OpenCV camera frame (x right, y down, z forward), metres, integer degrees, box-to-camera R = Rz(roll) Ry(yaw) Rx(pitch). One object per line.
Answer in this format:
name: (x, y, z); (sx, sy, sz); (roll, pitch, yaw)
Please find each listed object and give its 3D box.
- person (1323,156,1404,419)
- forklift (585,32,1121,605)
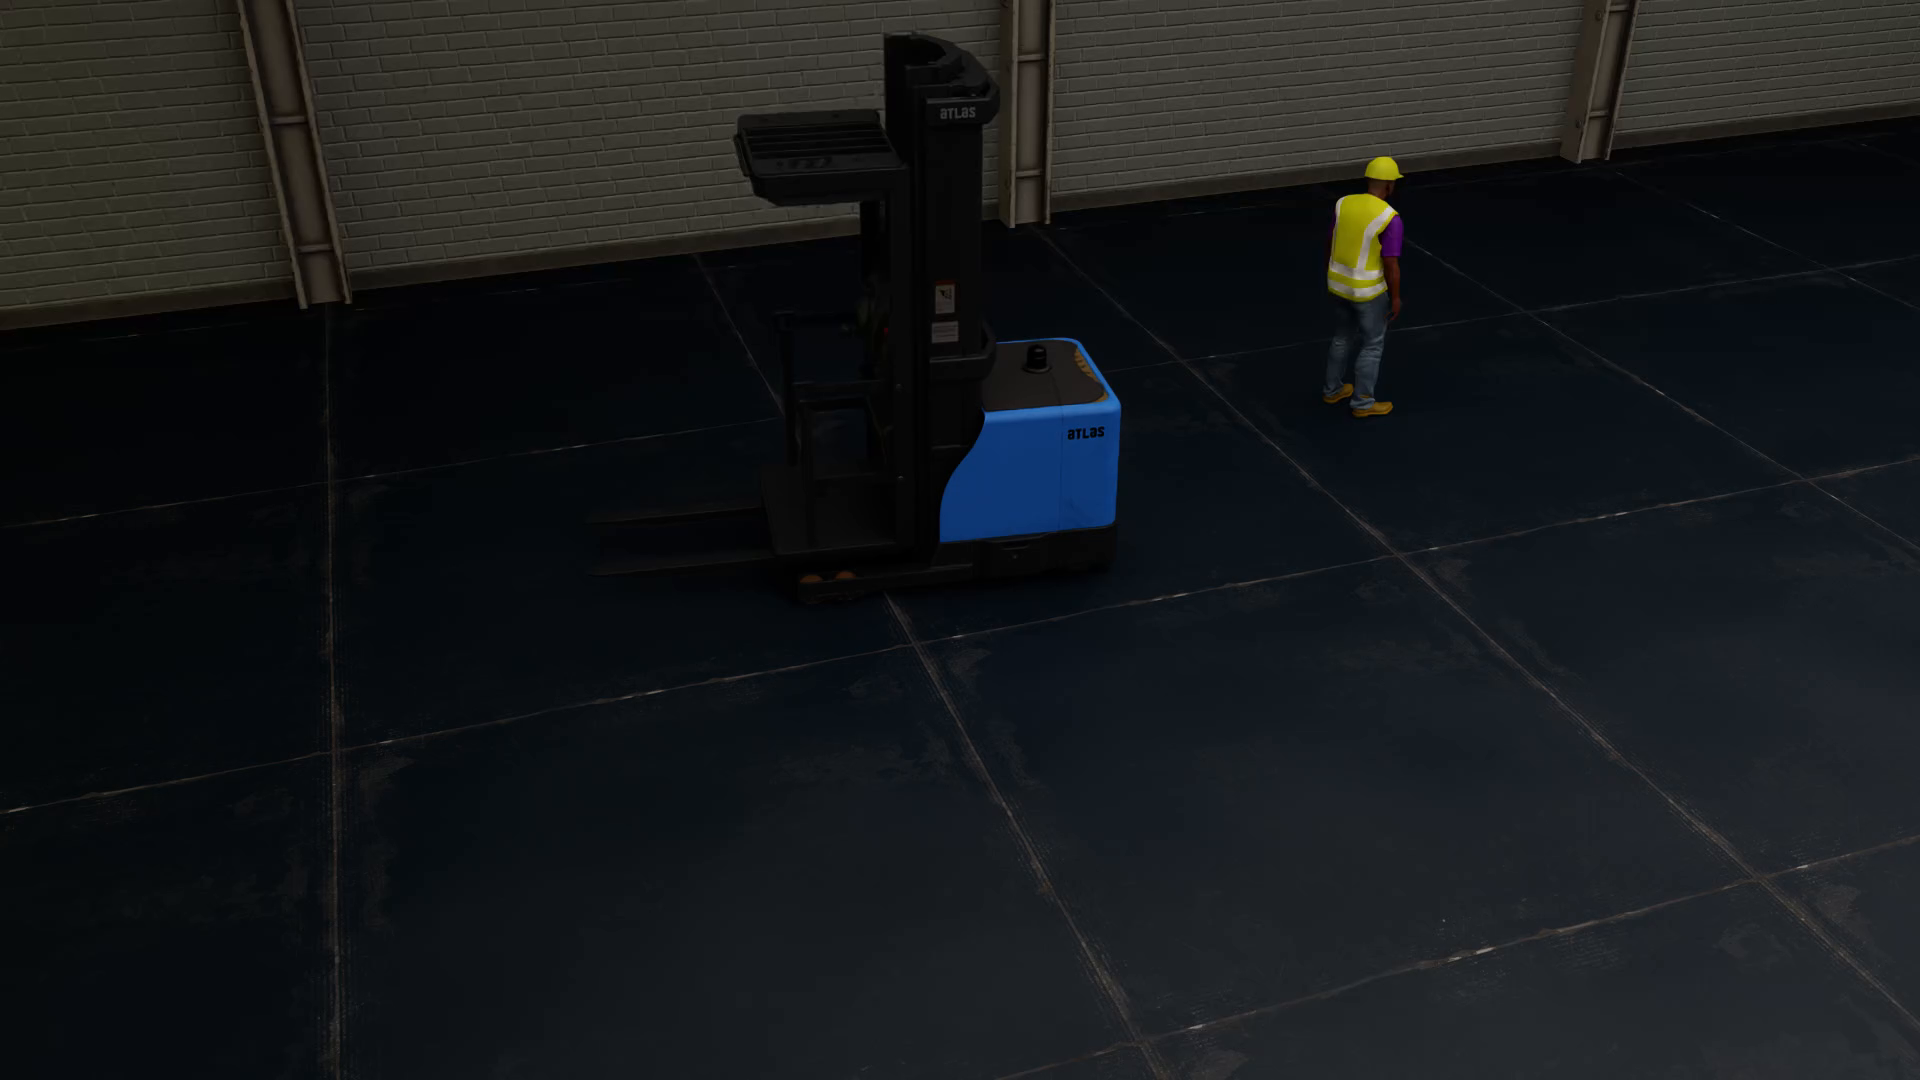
person: (2.729, -1.713, 11.243); (0.463, 1.759, 0.626); (-20, 35, -30)
forklift: (-0.659, -1.192, 9.158); (3.031, 2.935, 1.130); (-6, 30, -10)
